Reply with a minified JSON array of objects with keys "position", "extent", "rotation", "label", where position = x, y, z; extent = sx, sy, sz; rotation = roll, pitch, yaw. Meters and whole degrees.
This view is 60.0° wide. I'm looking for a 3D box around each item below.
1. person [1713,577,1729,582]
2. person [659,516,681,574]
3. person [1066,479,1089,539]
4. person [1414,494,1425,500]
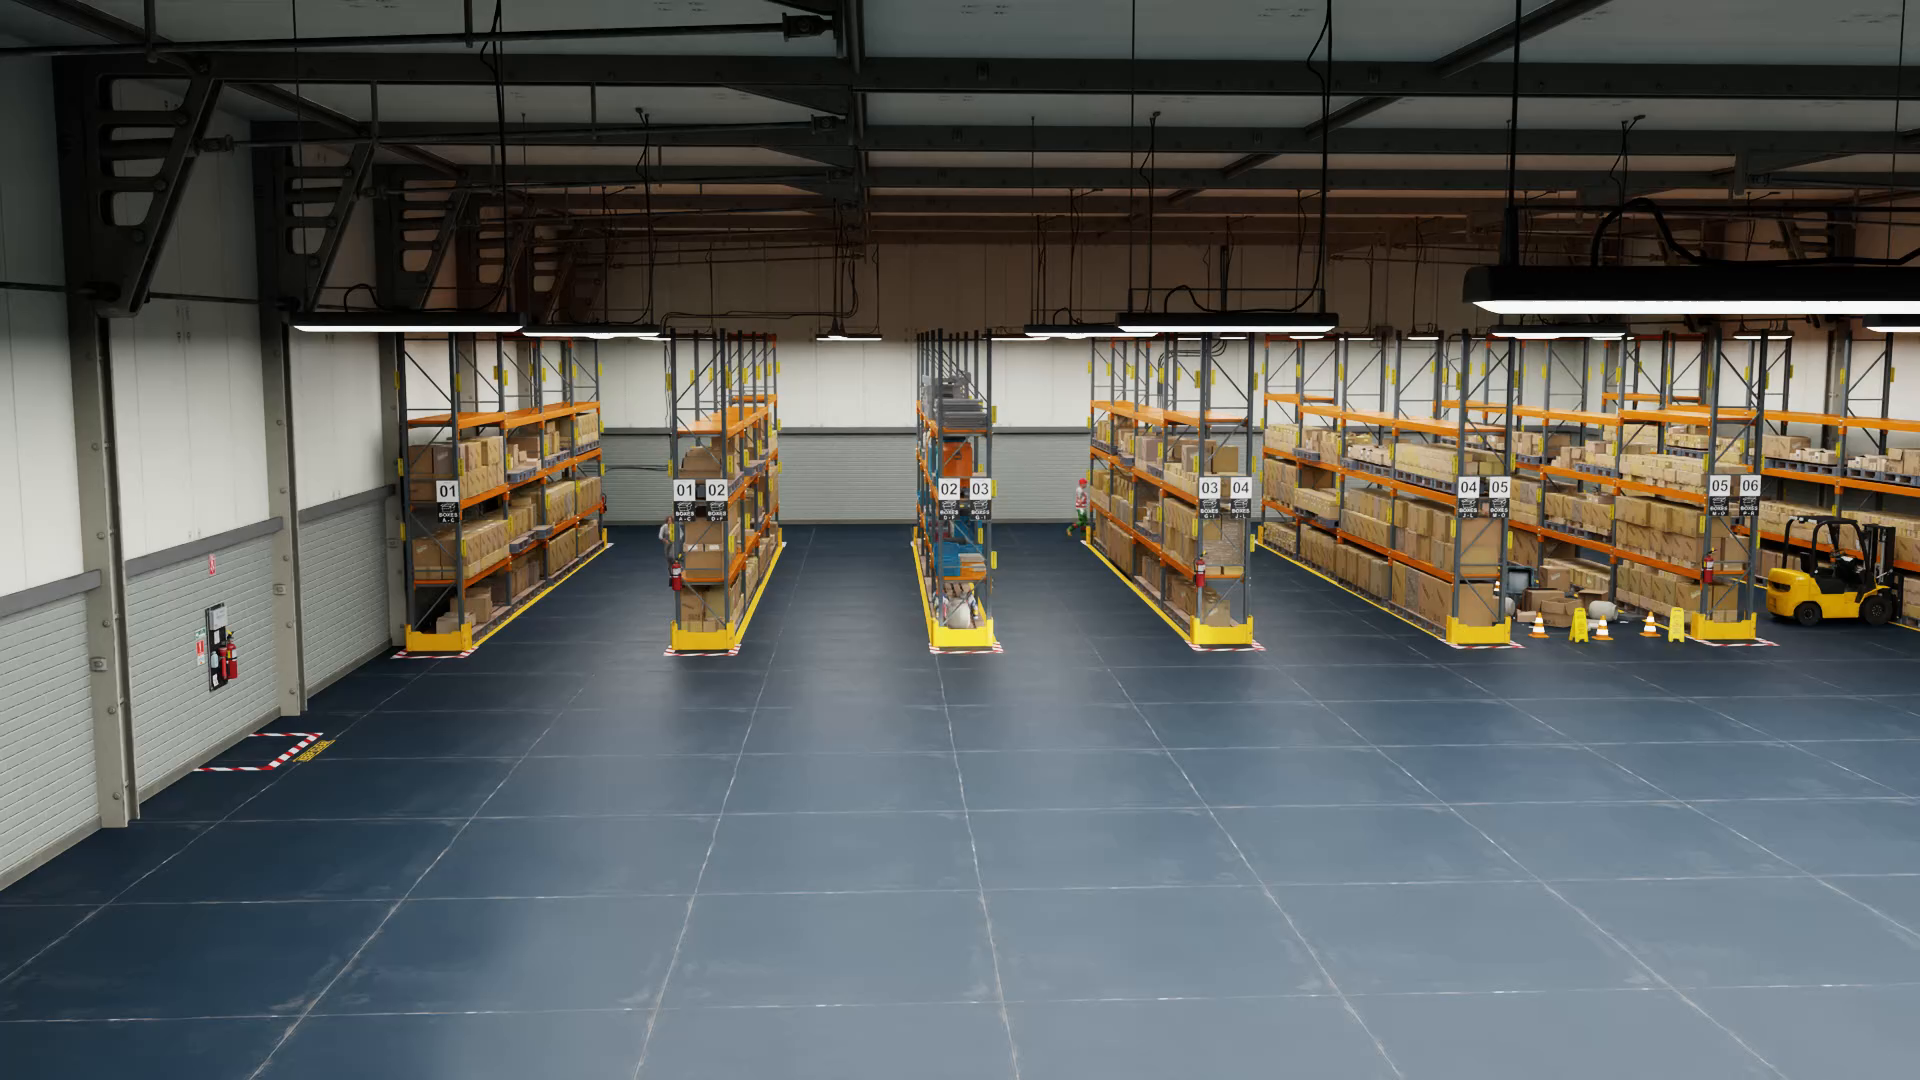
[{"position":[16.503,0.637,36.243],"extent":[0.545,1.649,0.785],"rotation":[-1,7,-6],"label":"person"},{"position":[-7.129,0.130,40.982],"extent":[0.487,1.510,0.779],"rotation":[1,7,6],"label":"person"},{"position":[3.494,-0.909,48.754],"extent":[0.720,1.782,0.612],"rotation":[1,7,8],"label":"person"},{"position":[12.373,-0.387,44.785],"extent":[0.523,1.682,0.429],"rotation":[-6,9,-41],"label":"person"}]
